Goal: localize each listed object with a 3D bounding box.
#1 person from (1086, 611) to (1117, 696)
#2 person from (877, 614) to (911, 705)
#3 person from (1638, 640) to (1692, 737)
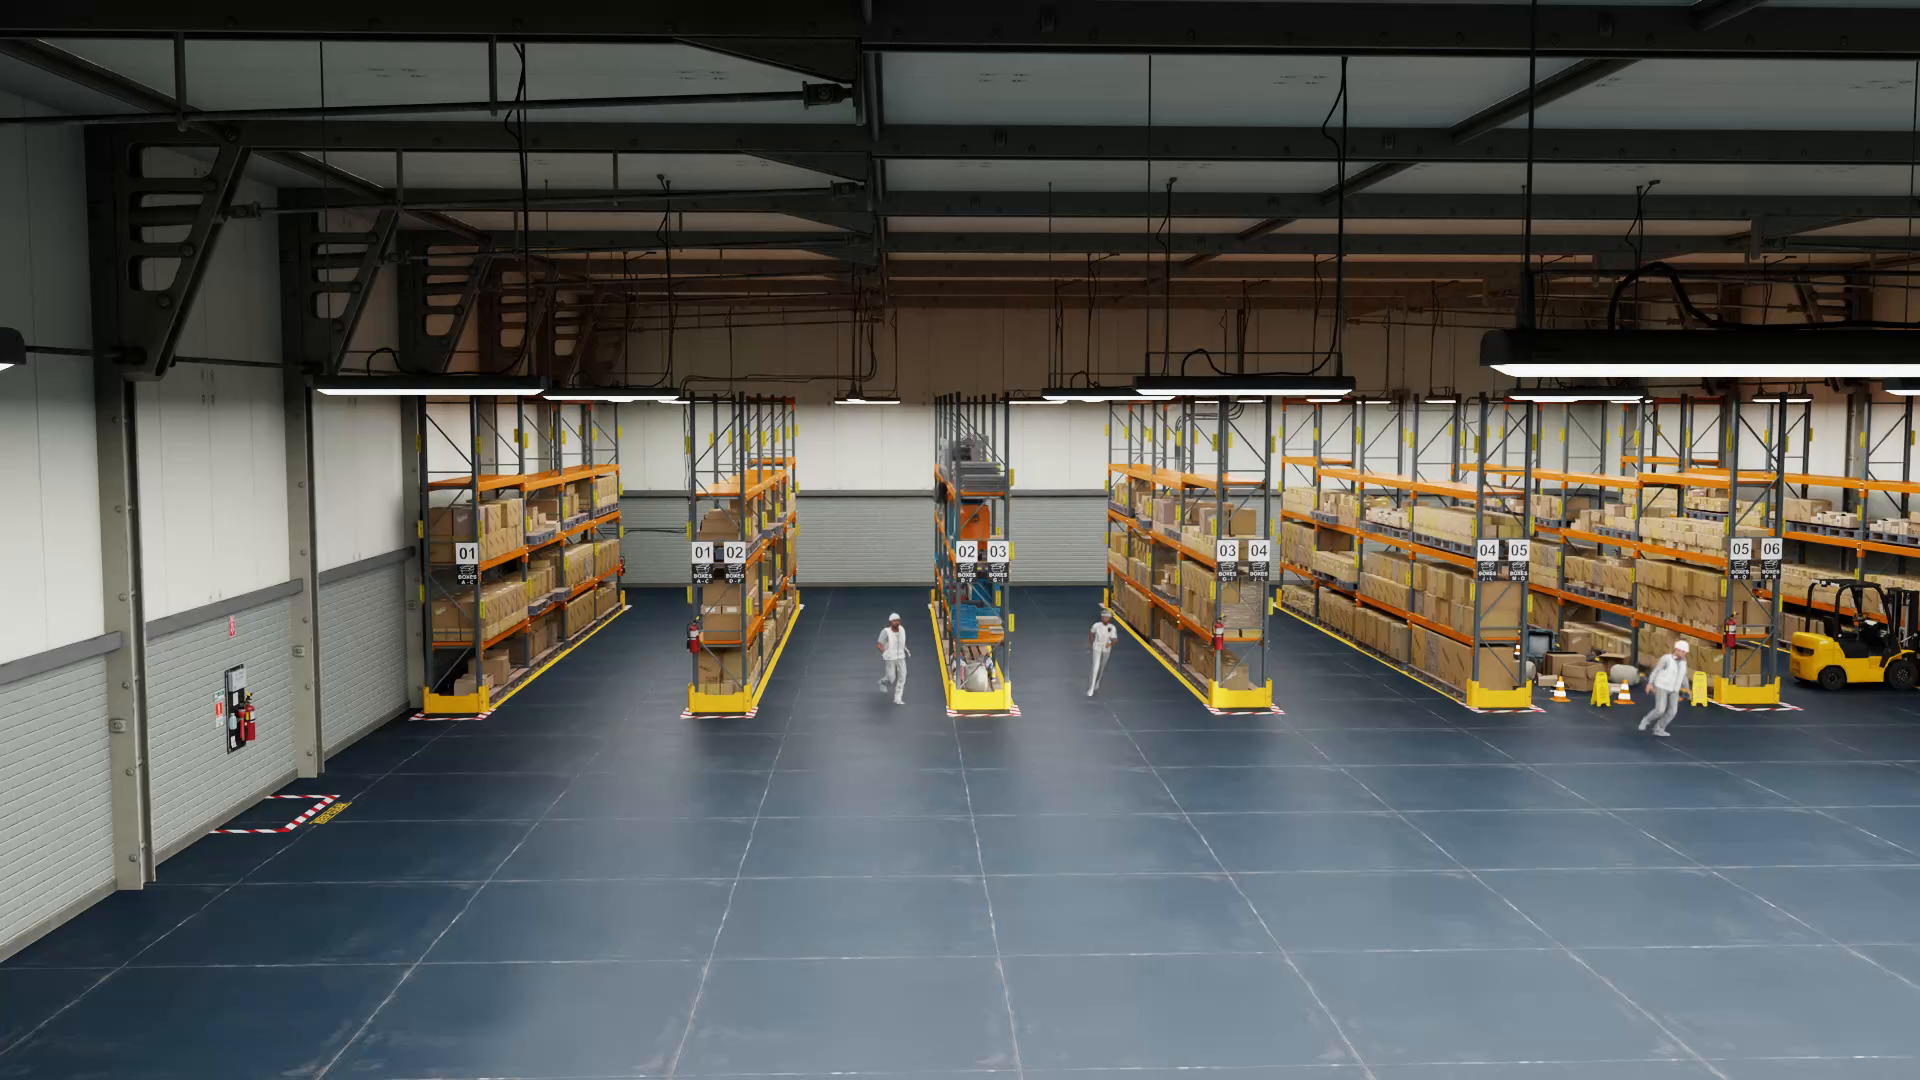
[{"bbox_3d":[2.806,2.220,33.178,0.641,1.667,0.835,0,5,-3],"label":"person"},{"bbox_3d":[-1.297,2.285,32.183,0.694,1.749,0.813,-3,5,-30],"label":"person"},{"bbox_3d":[12.235,2.566,28.781,0.778,1.686,0.685,-1,5,-18],"label":"person"}]
